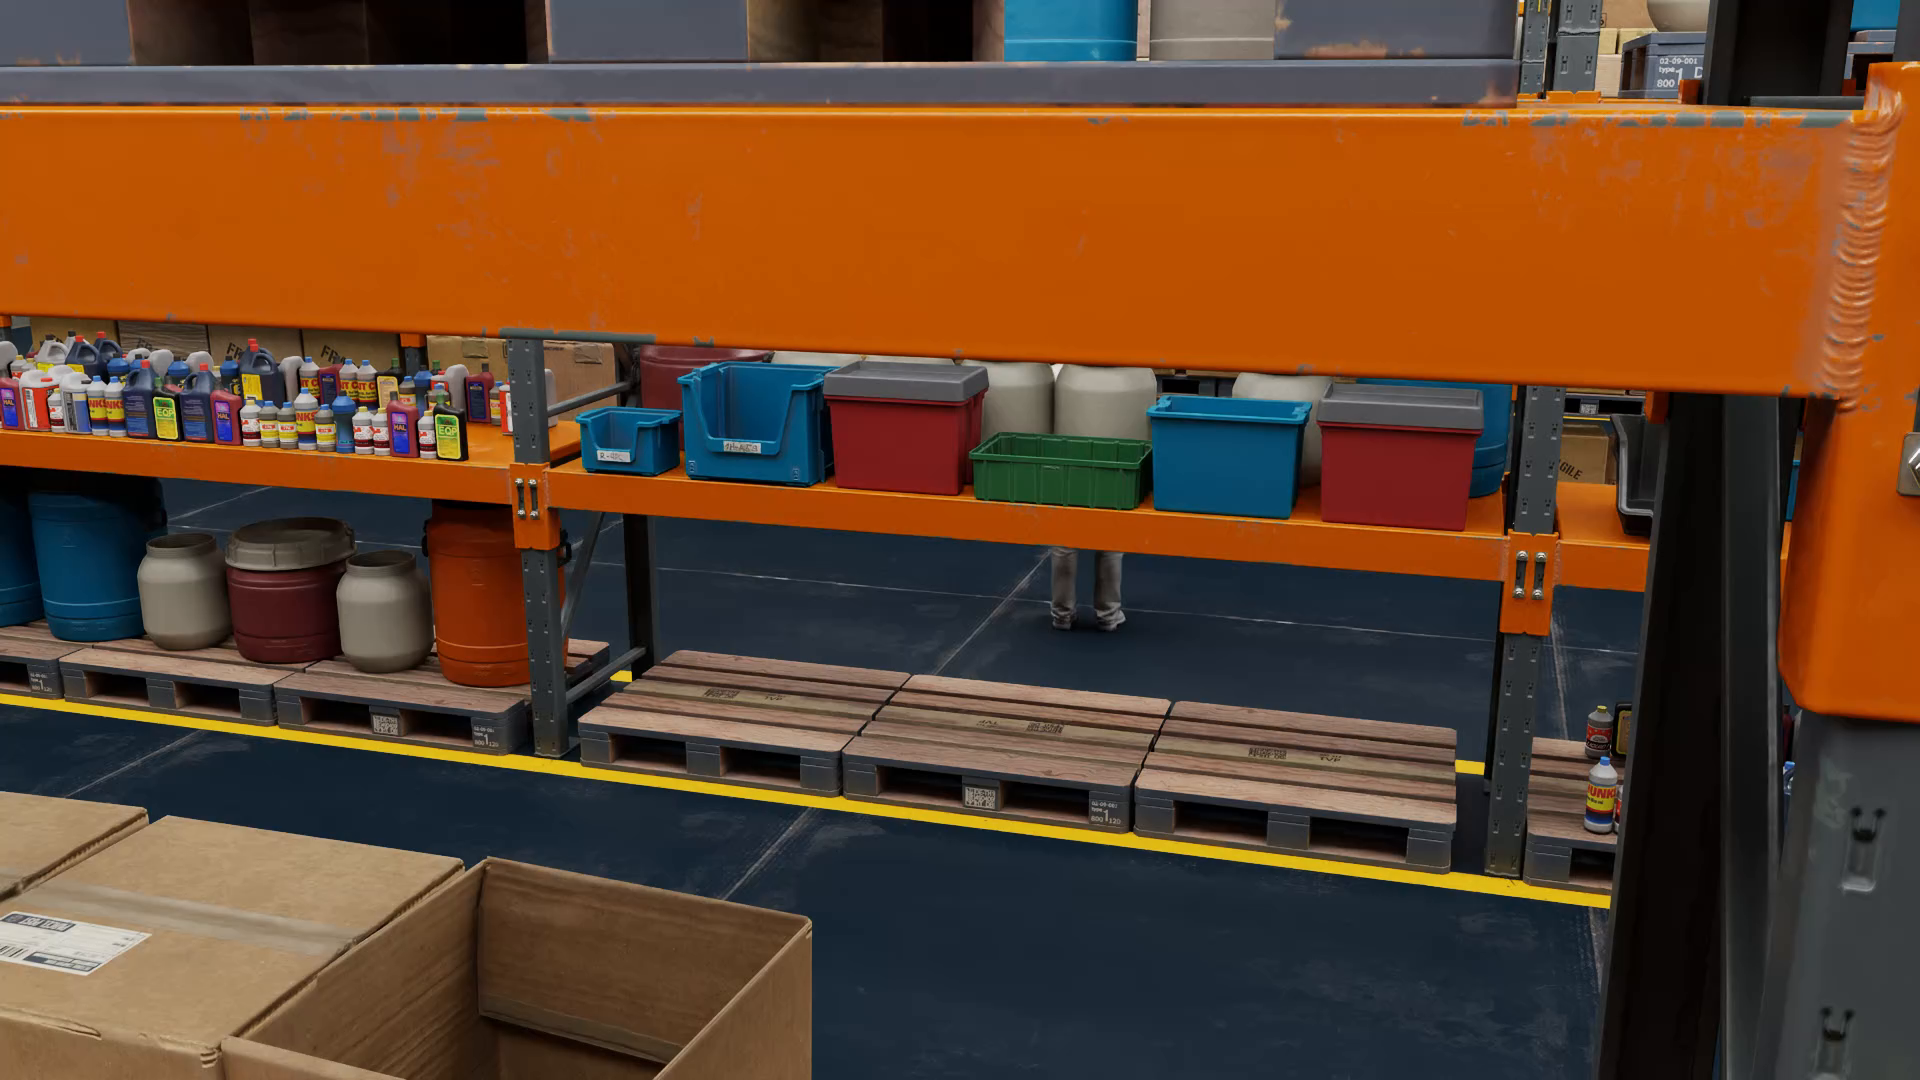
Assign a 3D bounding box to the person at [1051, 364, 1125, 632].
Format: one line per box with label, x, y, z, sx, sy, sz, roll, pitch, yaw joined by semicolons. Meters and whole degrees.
person;0.699;-0.398;8.976;0.494;1.765;0.546;5;16;17
